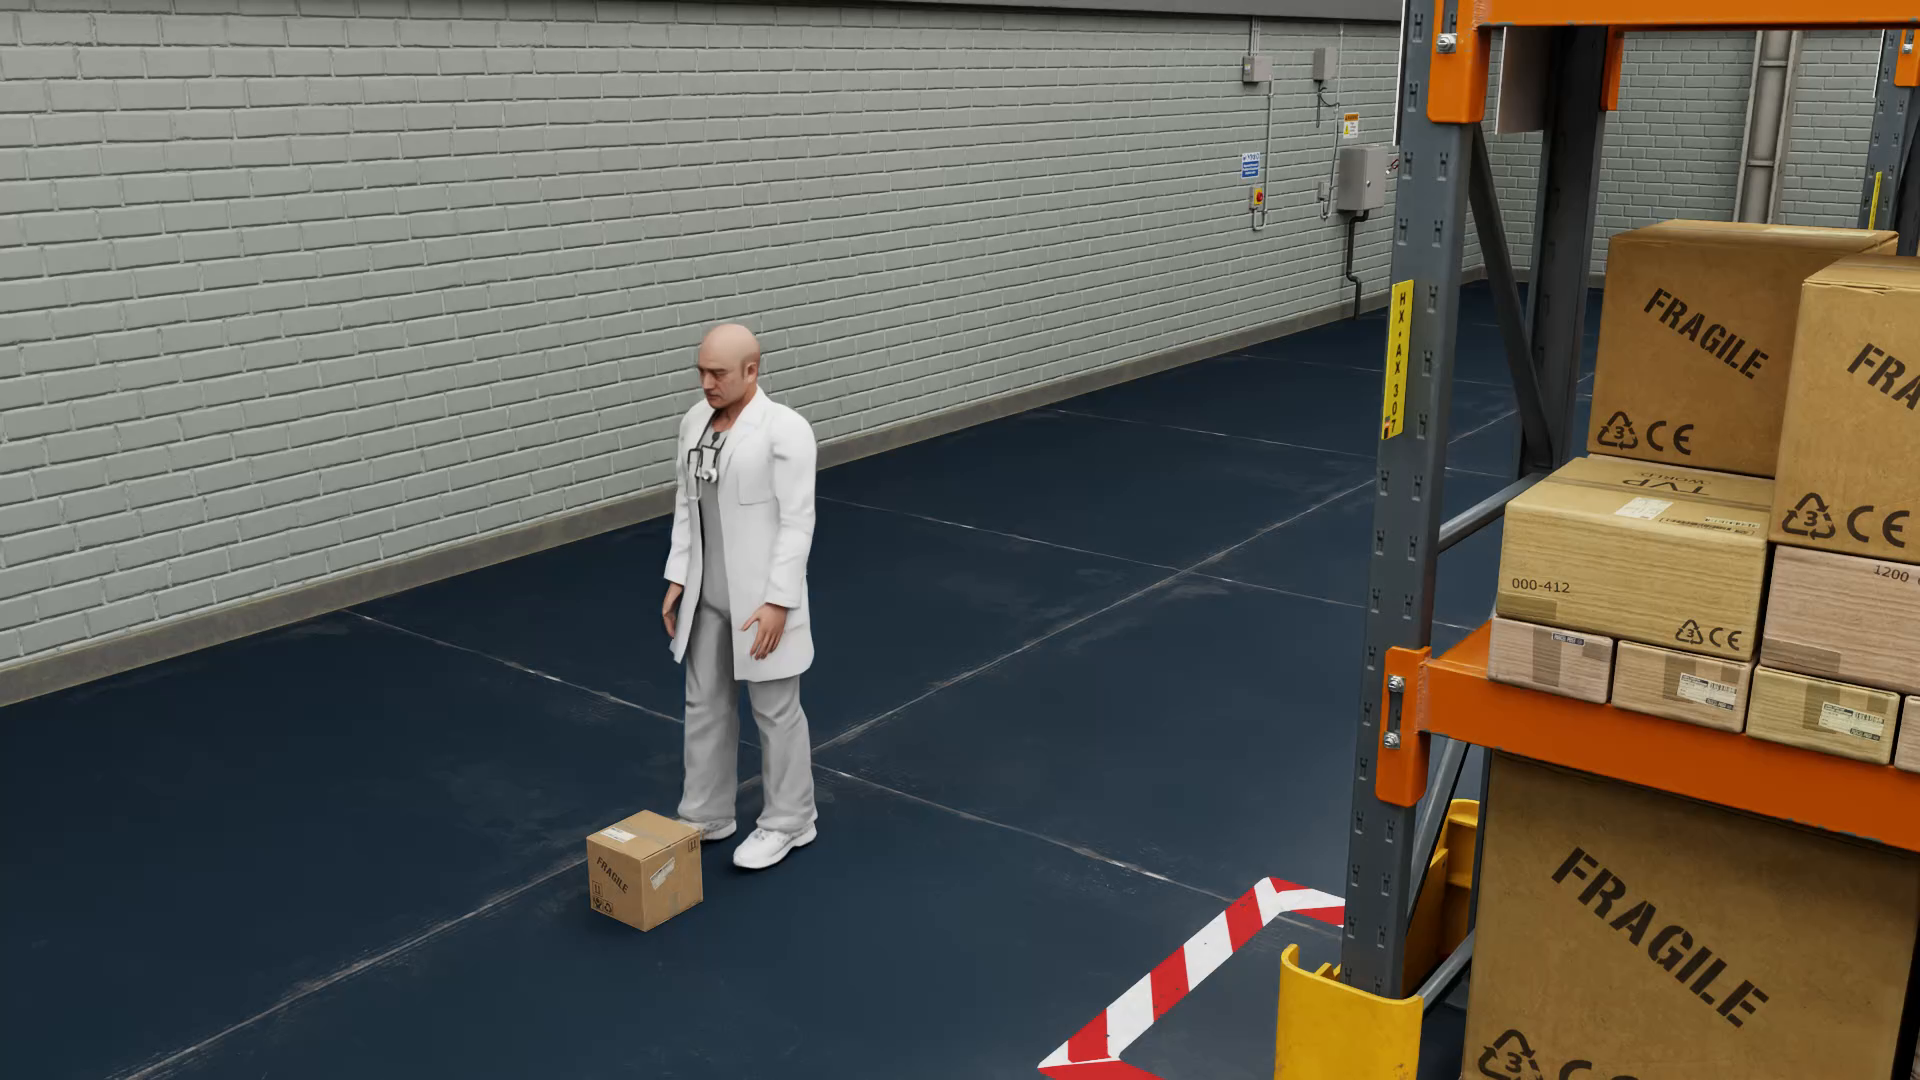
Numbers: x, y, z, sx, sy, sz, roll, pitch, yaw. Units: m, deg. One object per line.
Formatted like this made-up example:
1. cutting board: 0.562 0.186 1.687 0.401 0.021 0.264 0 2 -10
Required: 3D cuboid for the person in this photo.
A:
1. person: -0.740 0.199 5.355 0.576 1.787 0.508 12 20 35
